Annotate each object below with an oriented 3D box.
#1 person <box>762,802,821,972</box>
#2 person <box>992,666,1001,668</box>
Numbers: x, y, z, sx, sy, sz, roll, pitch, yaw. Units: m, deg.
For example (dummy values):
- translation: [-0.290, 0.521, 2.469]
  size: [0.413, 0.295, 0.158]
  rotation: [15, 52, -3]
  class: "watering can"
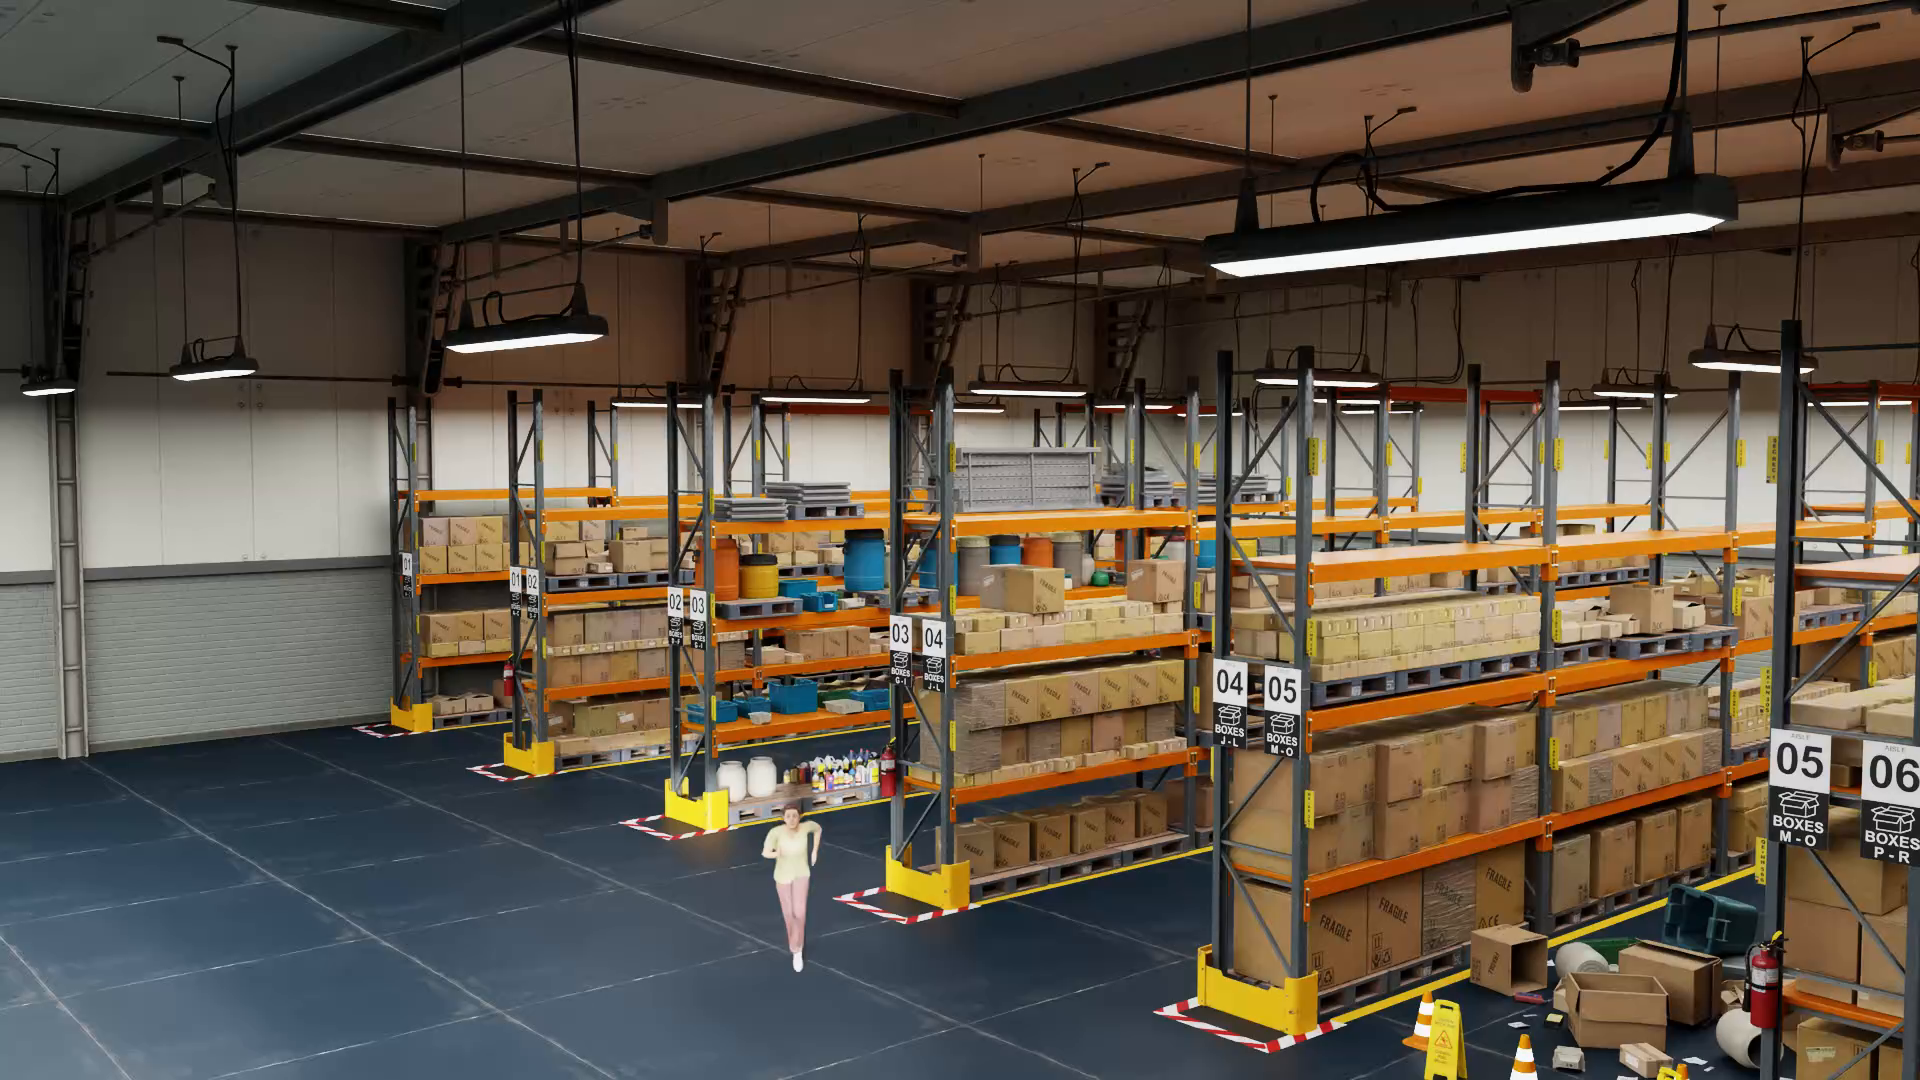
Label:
- translation: [-1.665, 3.380, 16.513]
  size: [0.569, 1.650, 0.891]
  rotation: [0, 3, -1]
  class: "person"
- translation: [0.863, 2.616, 29.737]
  size: [0.574, 1.758, 0.778]
  rotation: [3, 5, 44]
  class: "person"
